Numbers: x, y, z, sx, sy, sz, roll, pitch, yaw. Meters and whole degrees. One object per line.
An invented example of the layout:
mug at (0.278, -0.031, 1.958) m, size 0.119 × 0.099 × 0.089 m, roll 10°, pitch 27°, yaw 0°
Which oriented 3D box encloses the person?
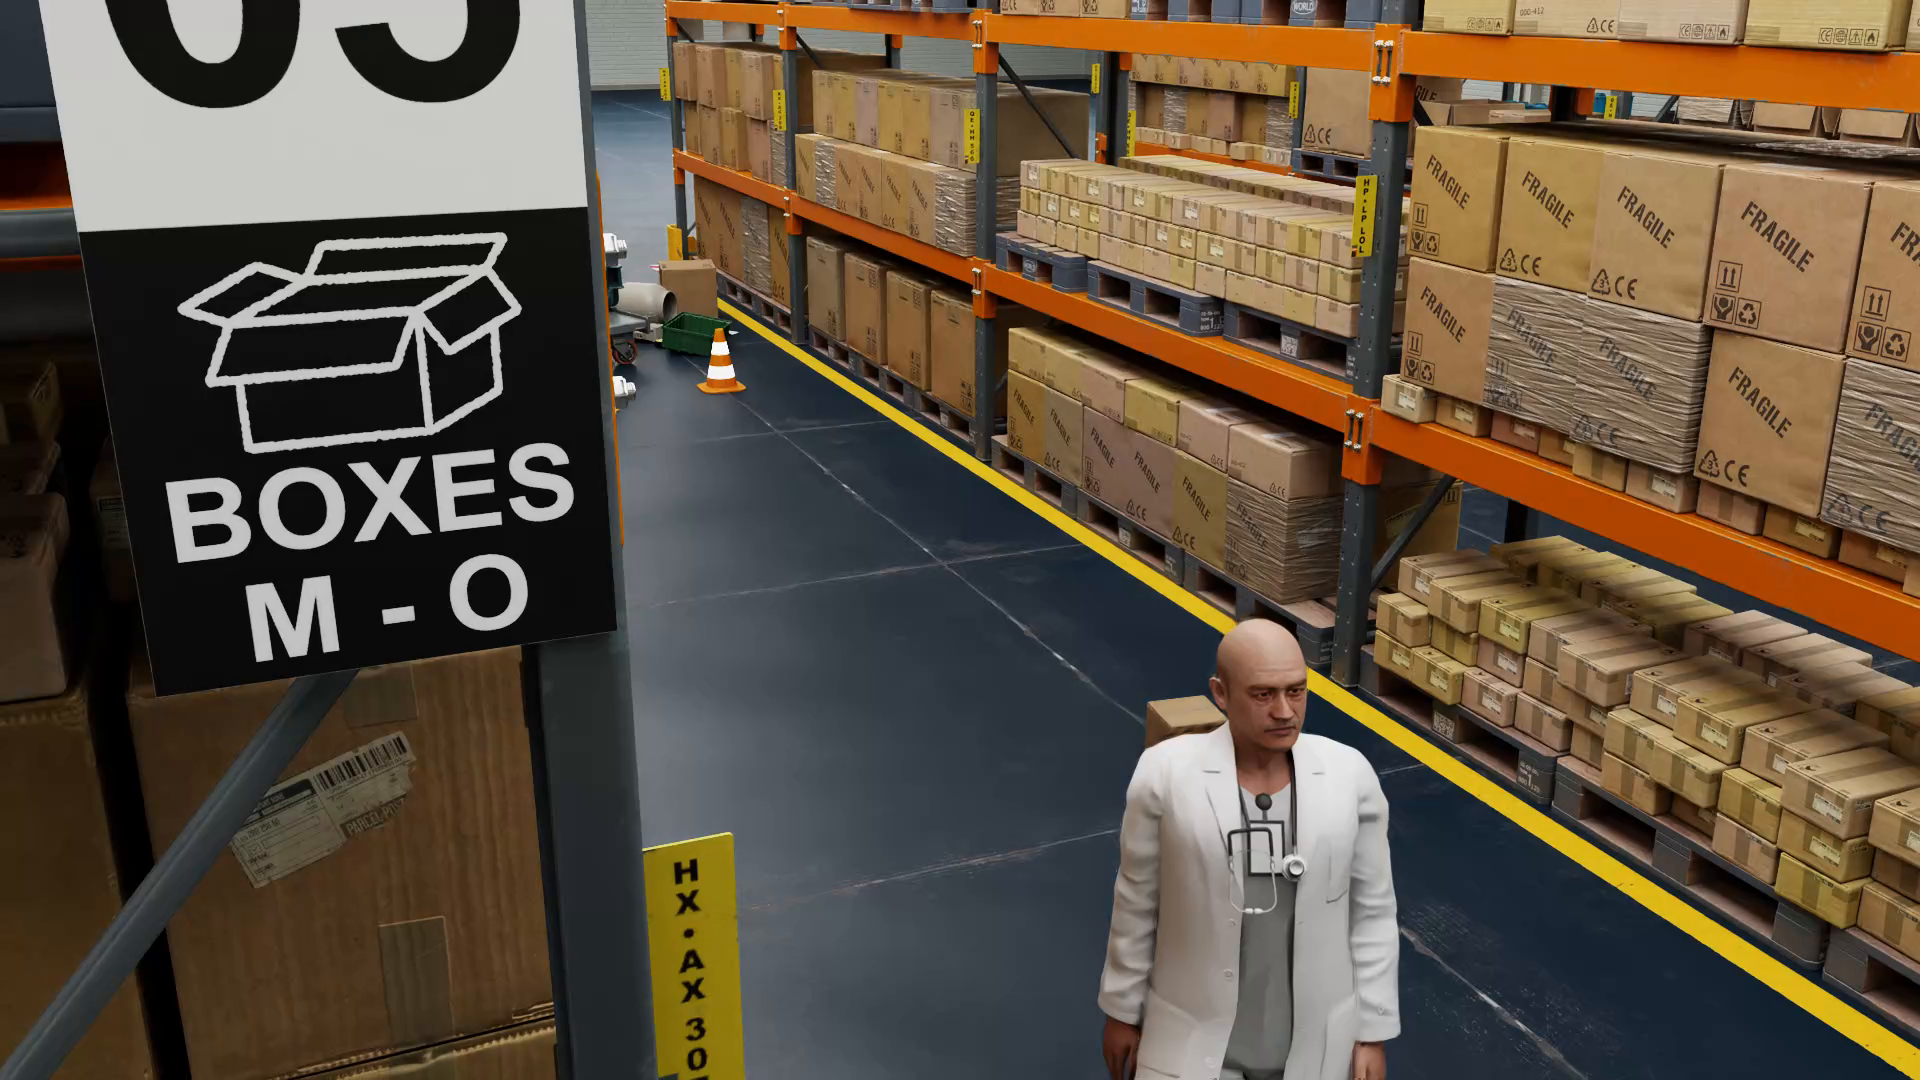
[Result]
person at (0.602, 1.050, 3.418) m, size 0.610 × 1.796 × 0.480 m, roll 0°, pitch 19°, yaw -1°
